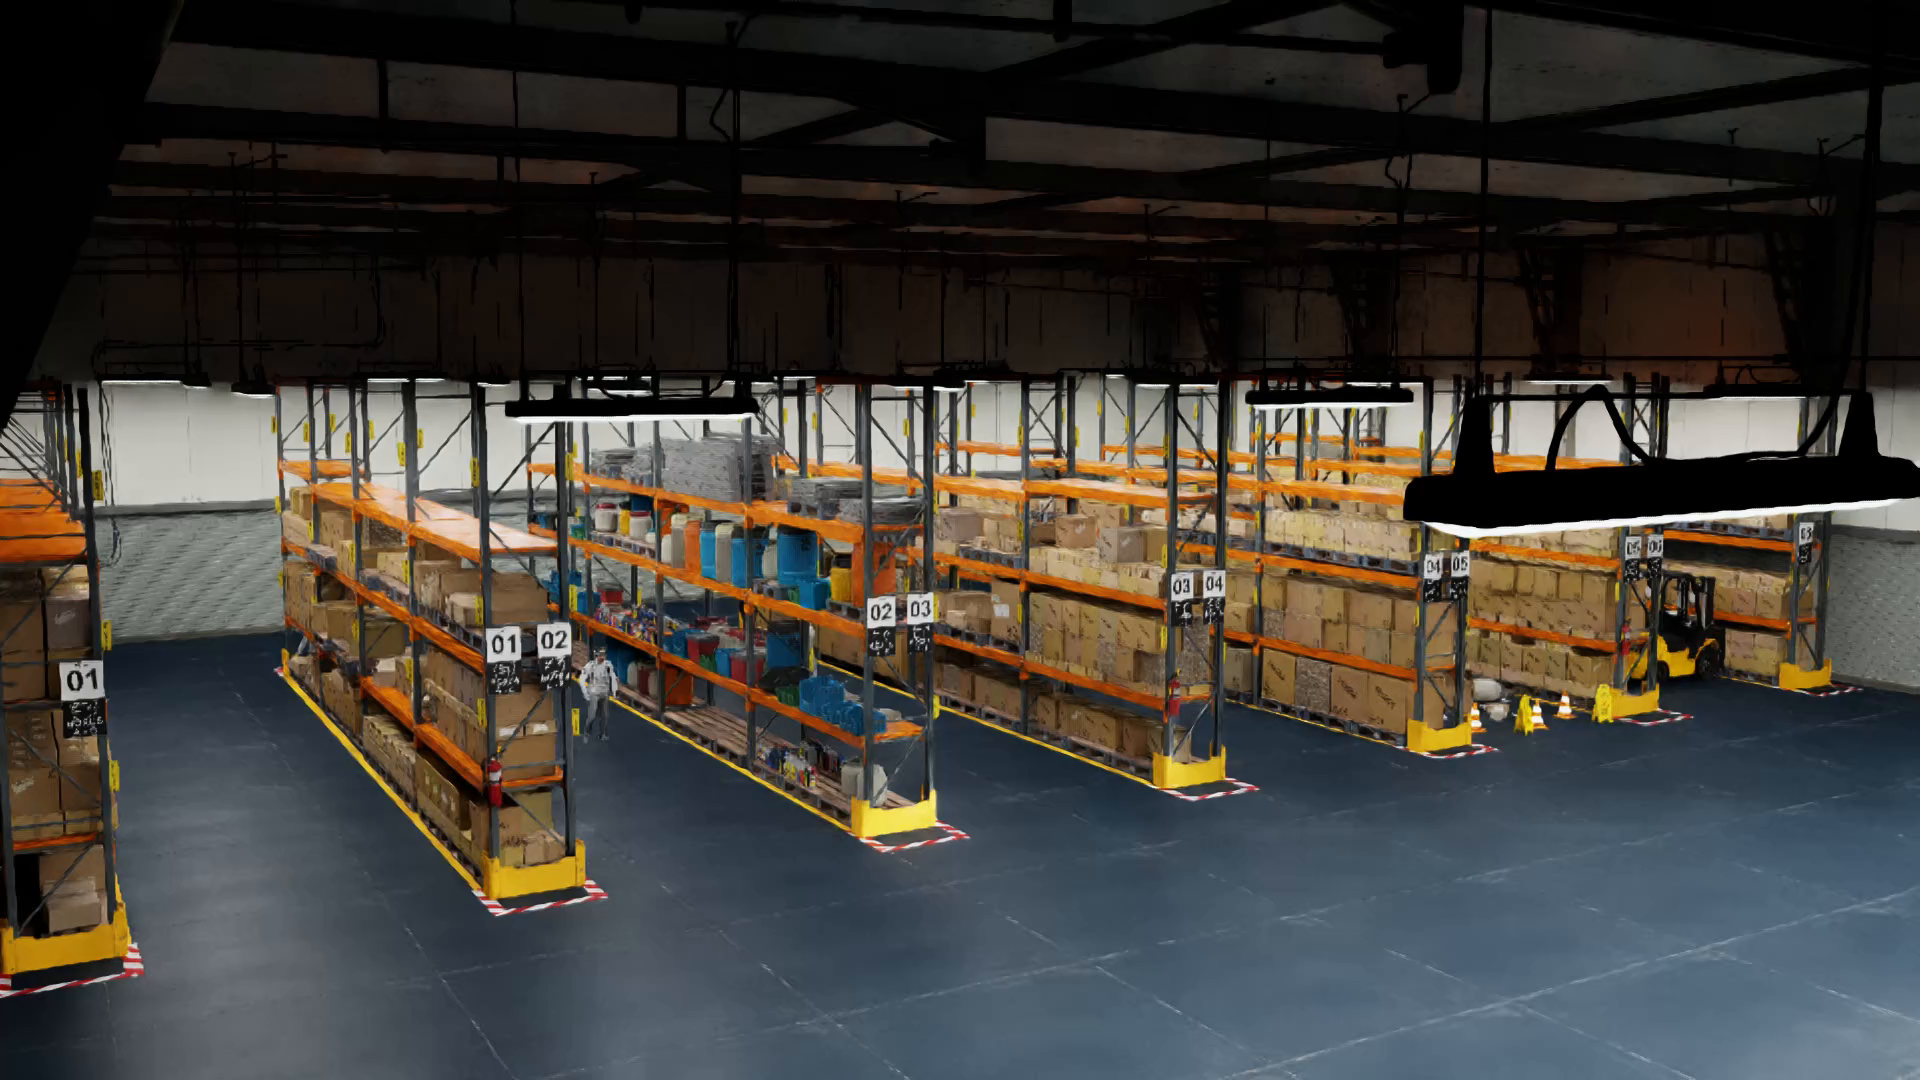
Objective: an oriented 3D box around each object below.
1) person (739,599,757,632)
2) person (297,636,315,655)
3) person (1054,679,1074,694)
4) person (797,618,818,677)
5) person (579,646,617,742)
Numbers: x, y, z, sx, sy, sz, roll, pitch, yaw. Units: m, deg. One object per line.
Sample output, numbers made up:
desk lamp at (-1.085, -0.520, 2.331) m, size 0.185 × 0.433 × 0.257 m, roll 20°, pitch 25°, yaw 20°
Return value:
person at (-4.509, 1.586, 35.465) m, size 0.386 × 1.720 × 0.622 m, roll -2°, pitch 7°, yaw -20°
person at (-13.740, 1.667, 35.189) m, size 0.574 × 1.657 × 0.560 m, roll 3°, pitch 7°, yaw 23°
person at (1.985, 2.171, 30.219) m, size 0.554 × 1.712 × 1.040 m, roll -4°, pitch 7°, yaw -31°
person at (-3.058, 1.906, 32.769) m, size 0.537 × 1.665 × 0.573 m, roll 0°, pitch 6°, yaw 0°
person at (-5.973, 2.534, 27.453) m, size 0.639 × 1.620 × 0.512 m, roll -4°, pitch 7°, yaw -32°
